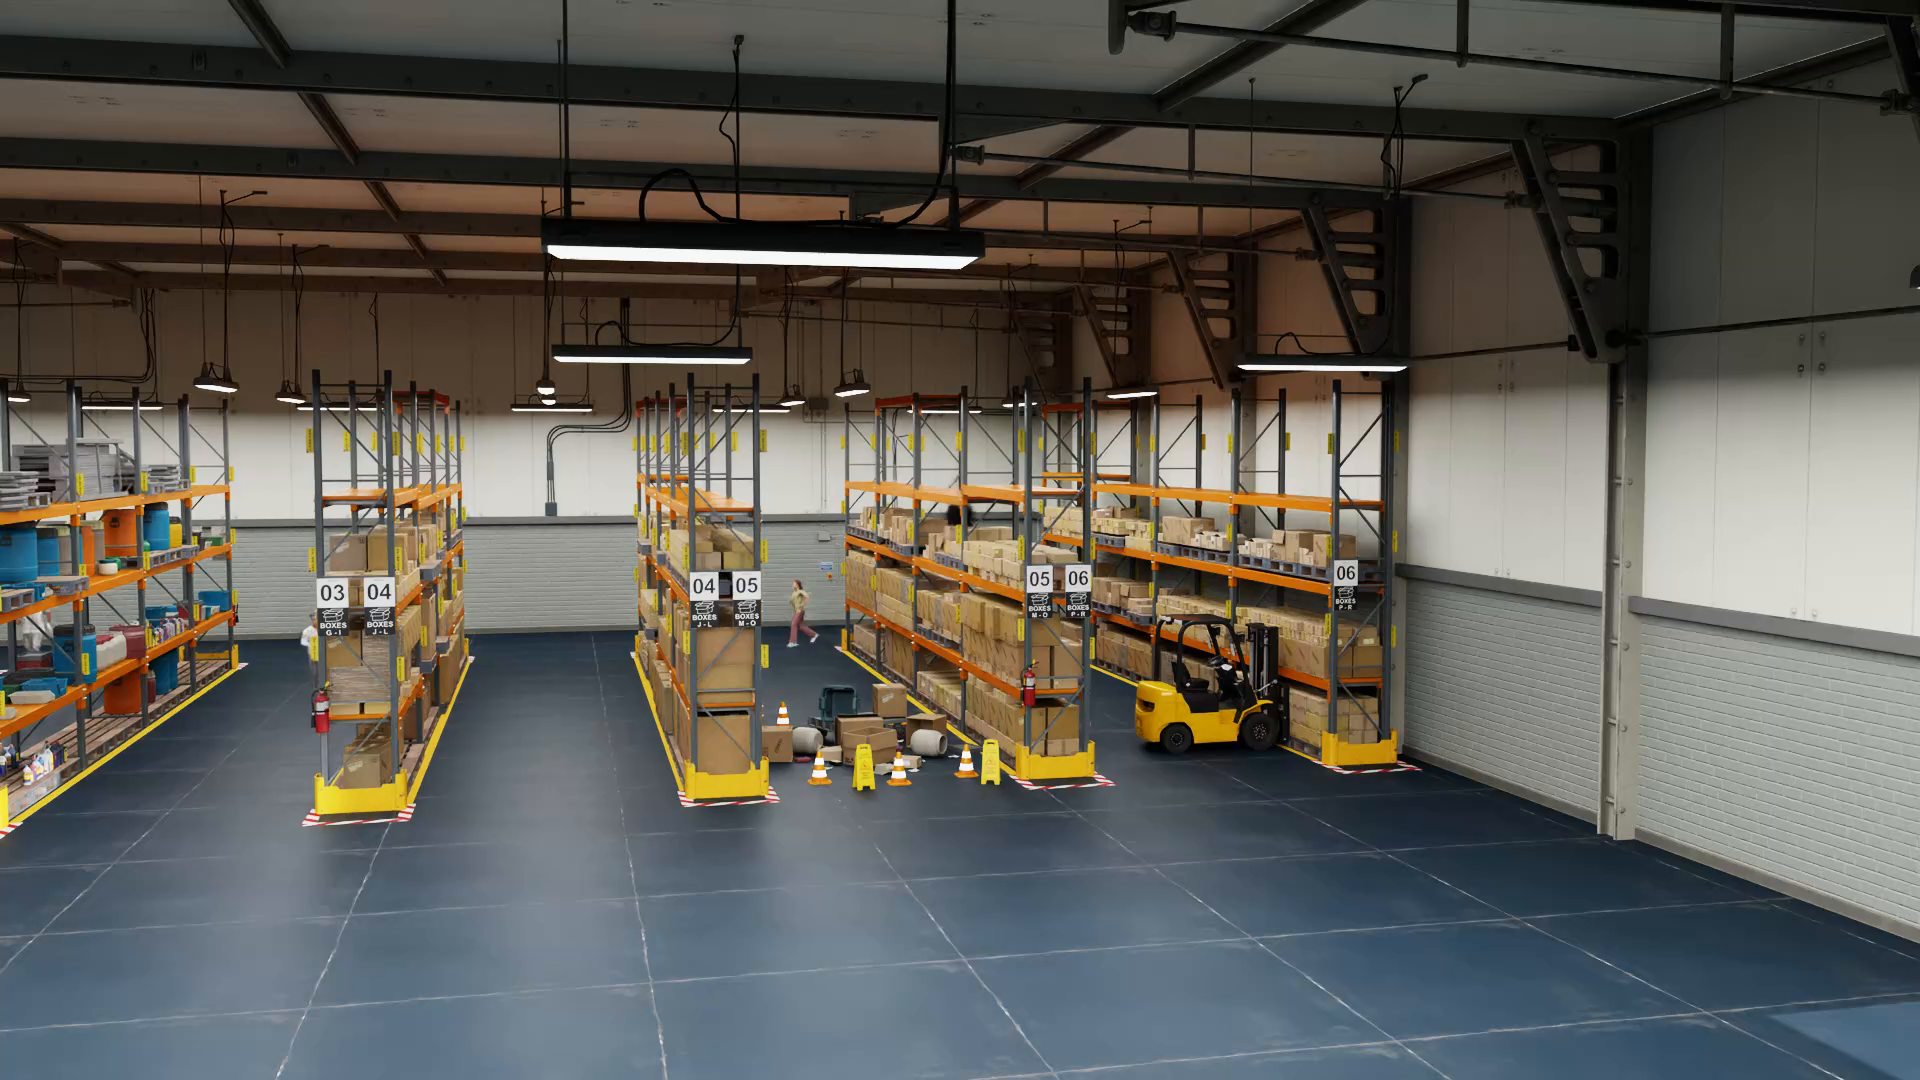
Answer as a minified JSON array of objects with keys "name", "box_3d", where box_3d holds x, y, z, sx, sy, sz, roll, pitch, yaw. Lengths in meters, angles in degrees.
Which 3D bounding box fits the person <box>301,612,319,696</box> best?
[{"name":"person","box_3d":[-12.620,2.278,32.645,0.555,1.738,0.812,-1,3,-14]}]

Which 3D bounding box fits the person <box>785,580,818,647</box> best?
[{"name":"person","box_3d":[-3.986,1.809,41.359,0.888,1.642,0.605,-2,4,-26]}]

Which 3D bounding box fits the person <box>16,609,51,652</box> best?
[{"name":"person","box_3d":[-19.995,2.039,35.845,0.647,1.842,0.878,-1,3,-14]}]
